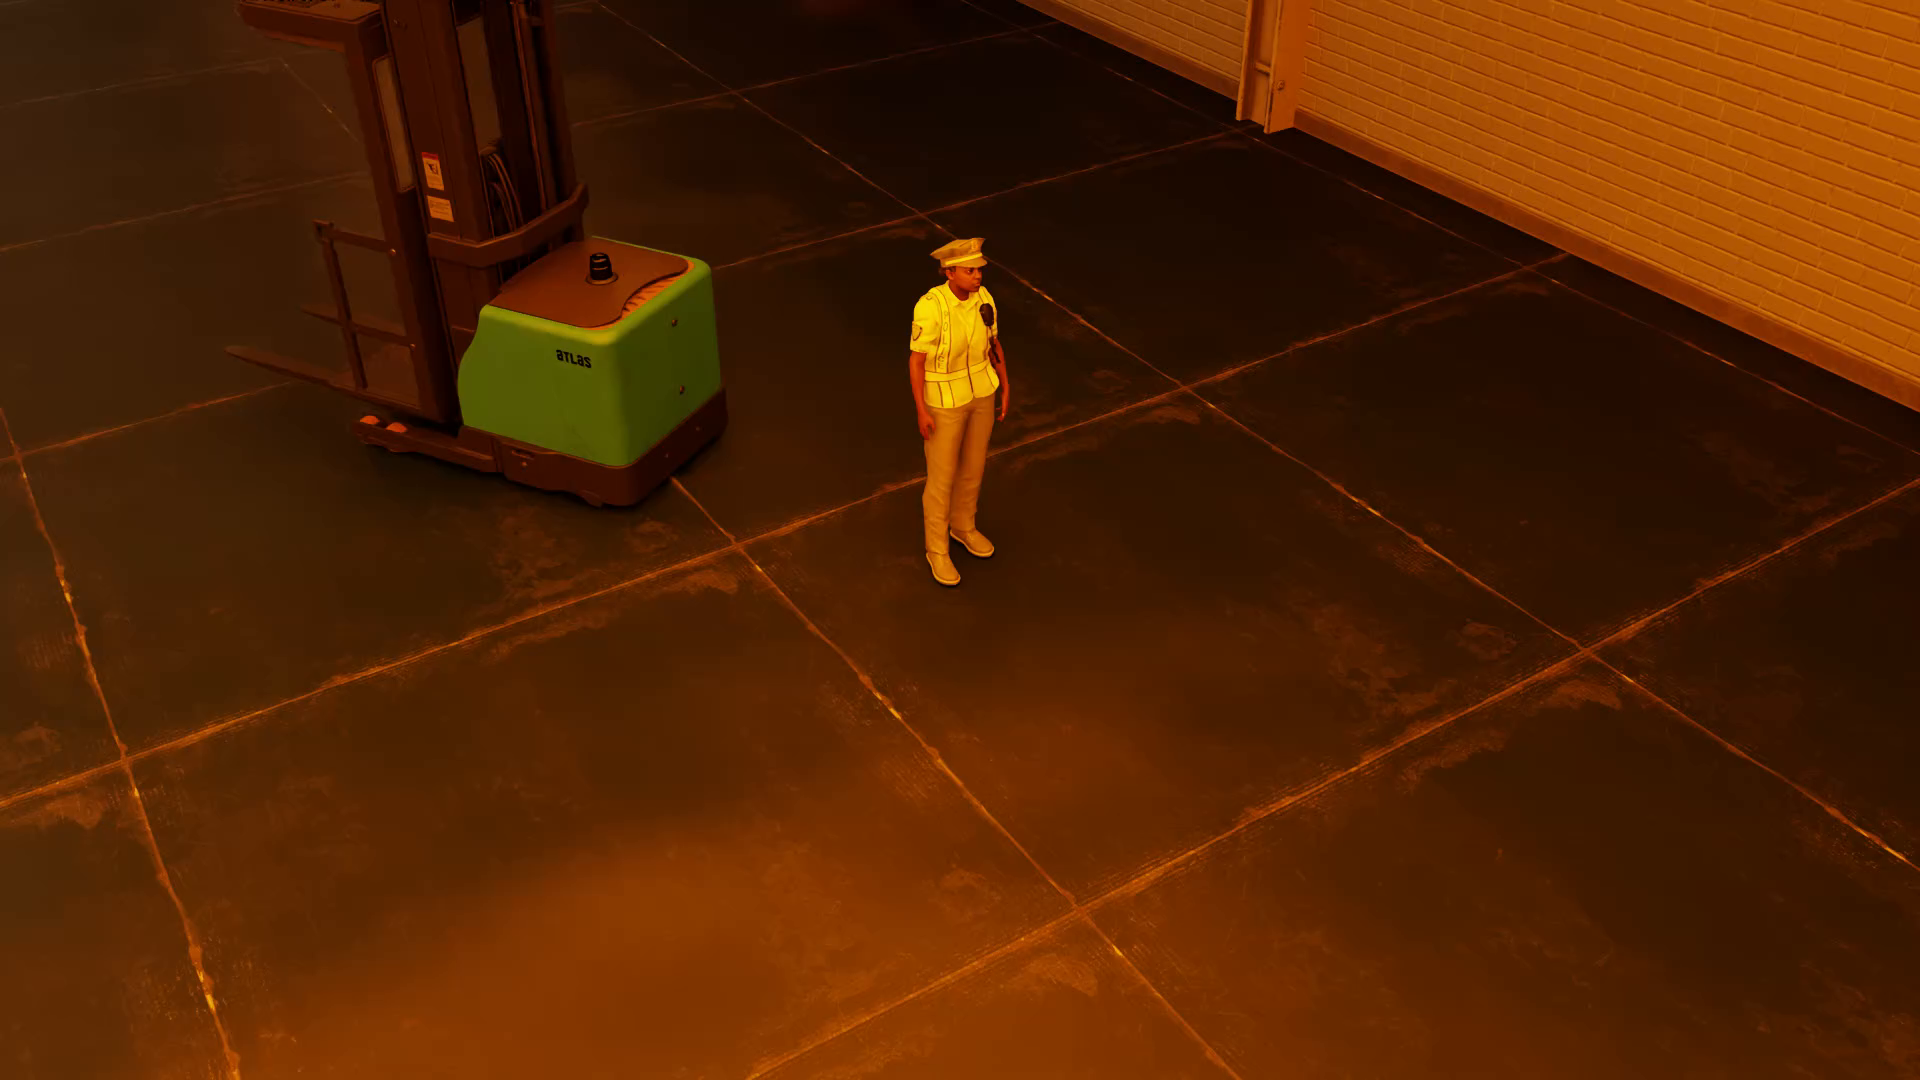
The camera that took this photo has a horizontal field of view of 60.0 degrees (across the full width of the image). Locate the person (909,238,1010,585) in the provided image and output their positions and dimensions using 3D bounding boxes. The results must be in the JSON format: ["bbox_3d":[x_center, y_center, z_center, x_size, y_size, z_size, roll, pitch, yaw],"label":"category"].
[{"bbox_3d":[0.025,-0.657,8.145,0.570,1.697,0.528,-21,40,-27],"label":"person"}]

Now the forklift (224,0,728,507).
[{"bbox_3d":[-2.886,-1.948,8.920,3.031,2.935,1.130,15,38,21],"label":"forklift"}]
